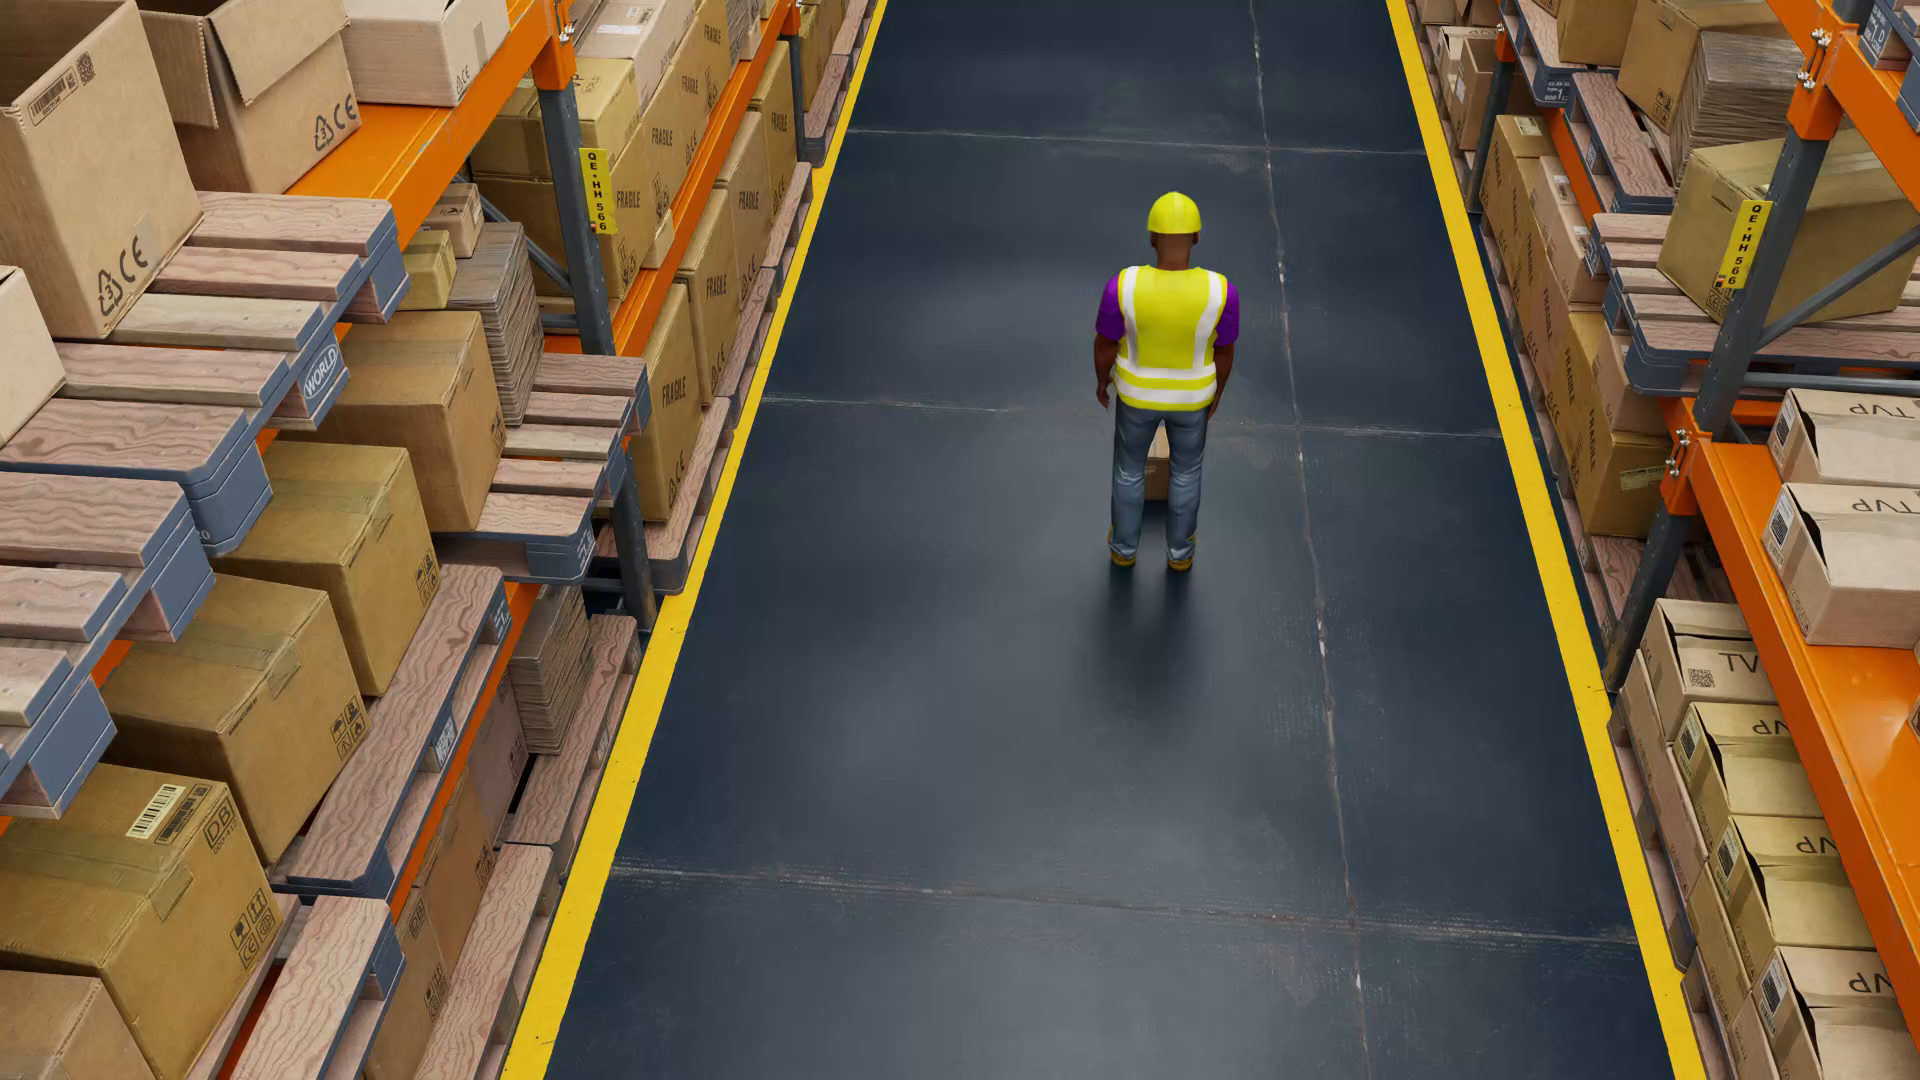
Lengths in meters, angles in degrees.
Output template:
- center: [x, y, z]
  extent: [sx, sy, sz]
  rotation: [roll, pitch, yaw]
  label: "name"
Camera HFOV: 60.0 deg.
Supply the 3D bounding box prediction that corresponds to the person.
- center: [0.831, -0.625, 6.891]
  extent: [0.568, 1.758, 0.368]
  rotation: [4, 40, 5]
  label: "person"
